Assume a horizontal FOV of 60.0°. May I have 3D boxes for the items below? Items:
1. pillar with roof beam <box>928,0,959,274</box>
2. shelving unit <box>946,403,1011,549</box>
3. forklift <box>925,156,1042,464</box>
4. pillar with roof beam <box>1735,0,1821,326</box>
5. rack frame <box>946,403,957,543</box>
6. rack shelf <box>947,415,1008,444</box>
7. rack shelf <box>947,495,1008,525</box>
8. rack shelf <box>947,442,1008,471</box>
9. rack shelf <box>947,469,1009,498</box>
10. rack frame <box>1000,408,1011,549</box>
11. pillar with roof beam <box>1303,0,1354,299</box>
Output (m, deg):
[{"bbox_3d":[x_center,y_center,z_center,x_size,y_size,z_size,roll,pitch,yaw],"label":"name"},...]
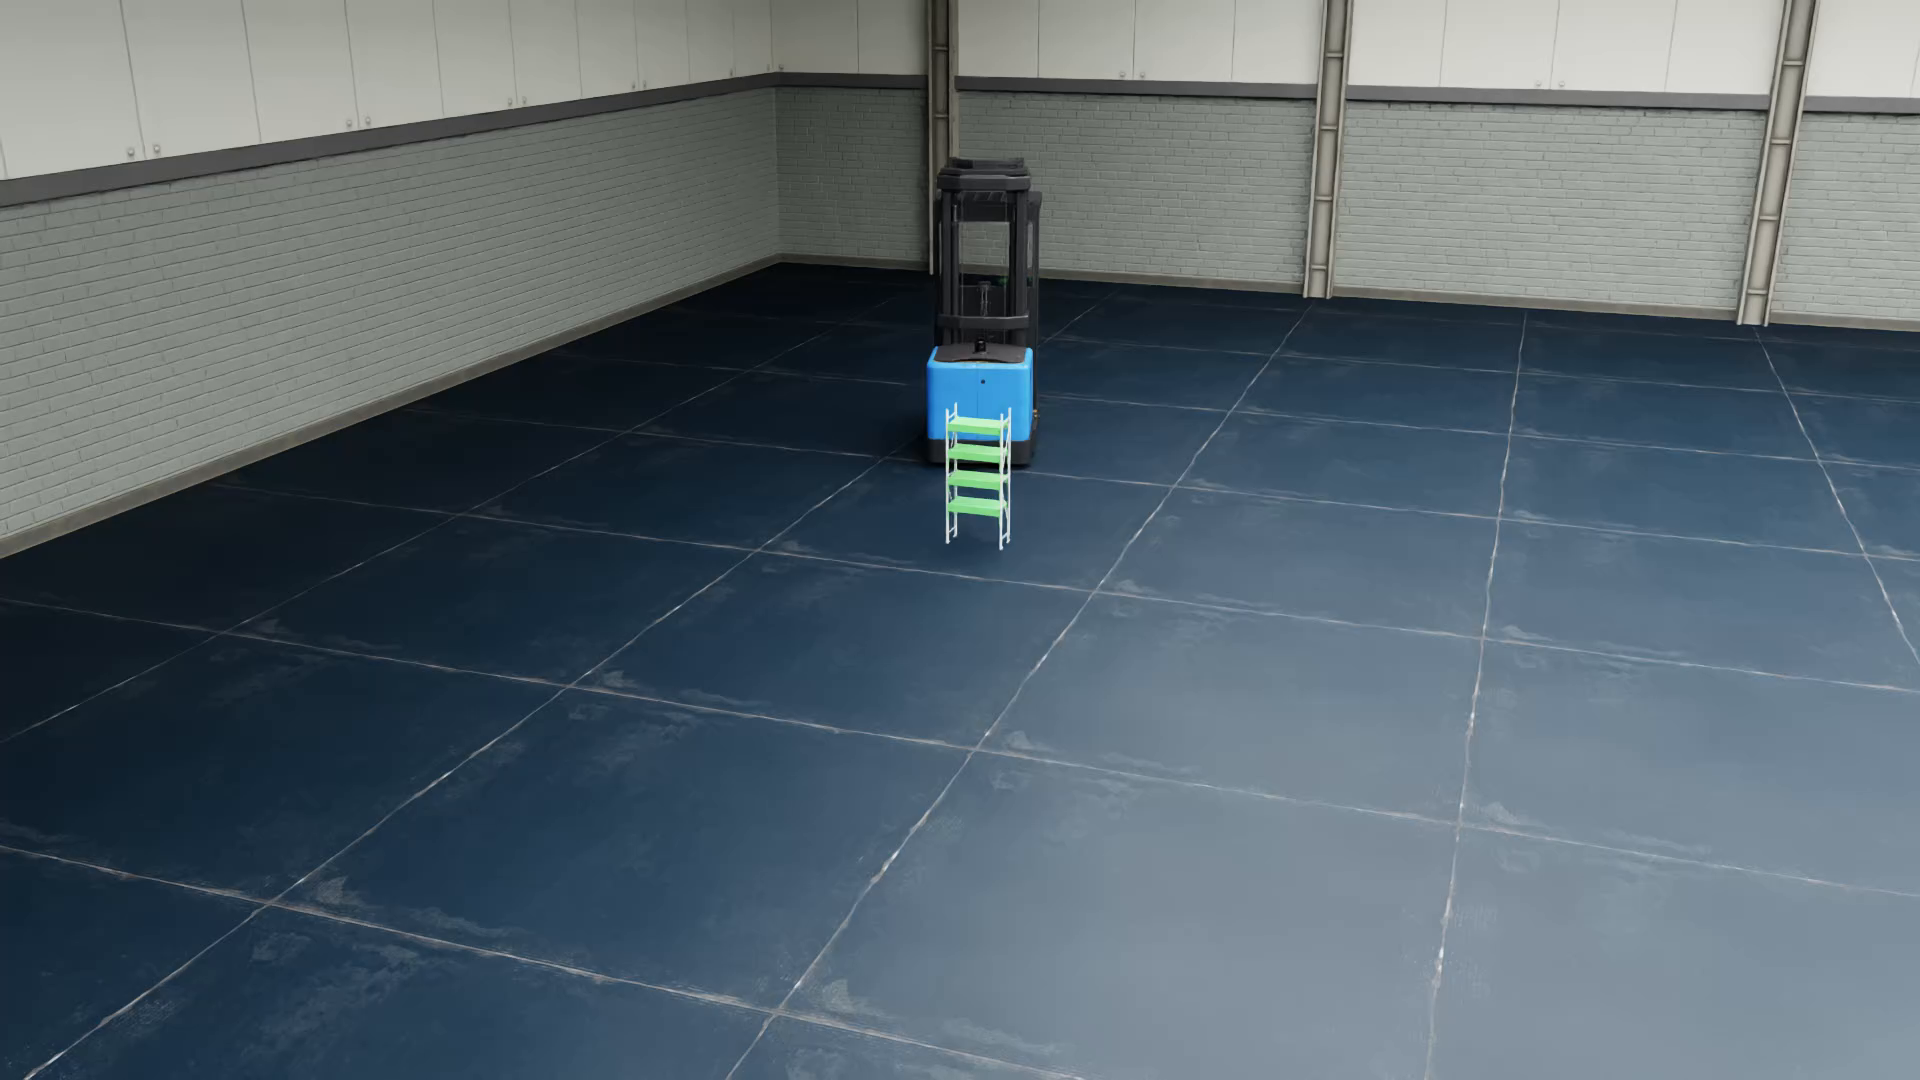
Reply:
[{"bbox_3d":[-1.673,-7.240,21.675,0.400,9.000,9.100,7,20,18],"label":"pillar with roof beam"},{"bbox_3d":[0.156,-0.549,14.327,0.503,1.200,0.258,7,20,18],"label":"shelving unit"},{"bbox_3d":[0.290,-2.575,17.511,1.130,2.935,3.031,2,19,4],"label":"forklift"},{"bbox_3d":[9.663,-5.944,17.956,0.400,9.000,9.100,7,20,18],"label":"pillar with roof beam"},{"bbox_3d":[-0.074,-0.575,14.403,0.015,1.200,0.240,7,20,18],"label":"rack frame"},{"bbox_3d":[0.156,-0.942,14.190,0.480,0.148,0.258,7,20,18],"label":"rack shelf"},{"bbox_3d":[0.156,-0.262,14.427,0.480,0.148,0.258,7,20,18],"label":"rack shelf"},{"bbox_3d":[0.156,-0.715,14.269,0.480,0.148,0.258,7,20,18],"label":"rack shelf"},{"bbox_3d":[0.156,-0.488,14.348,0.480,0.148,0.258,7,20,18],"label":"rack shelf"},{"bbox_3d":[0.387,-0.522,14.252,0.015,1.200,0.240,7,20,18],"label":"rack frame"},{"bbox_3d":[3.995,-6.592,19.815,0.400,9.000,9.100,7,20,18],"label":"pillar with roof beam"}]
